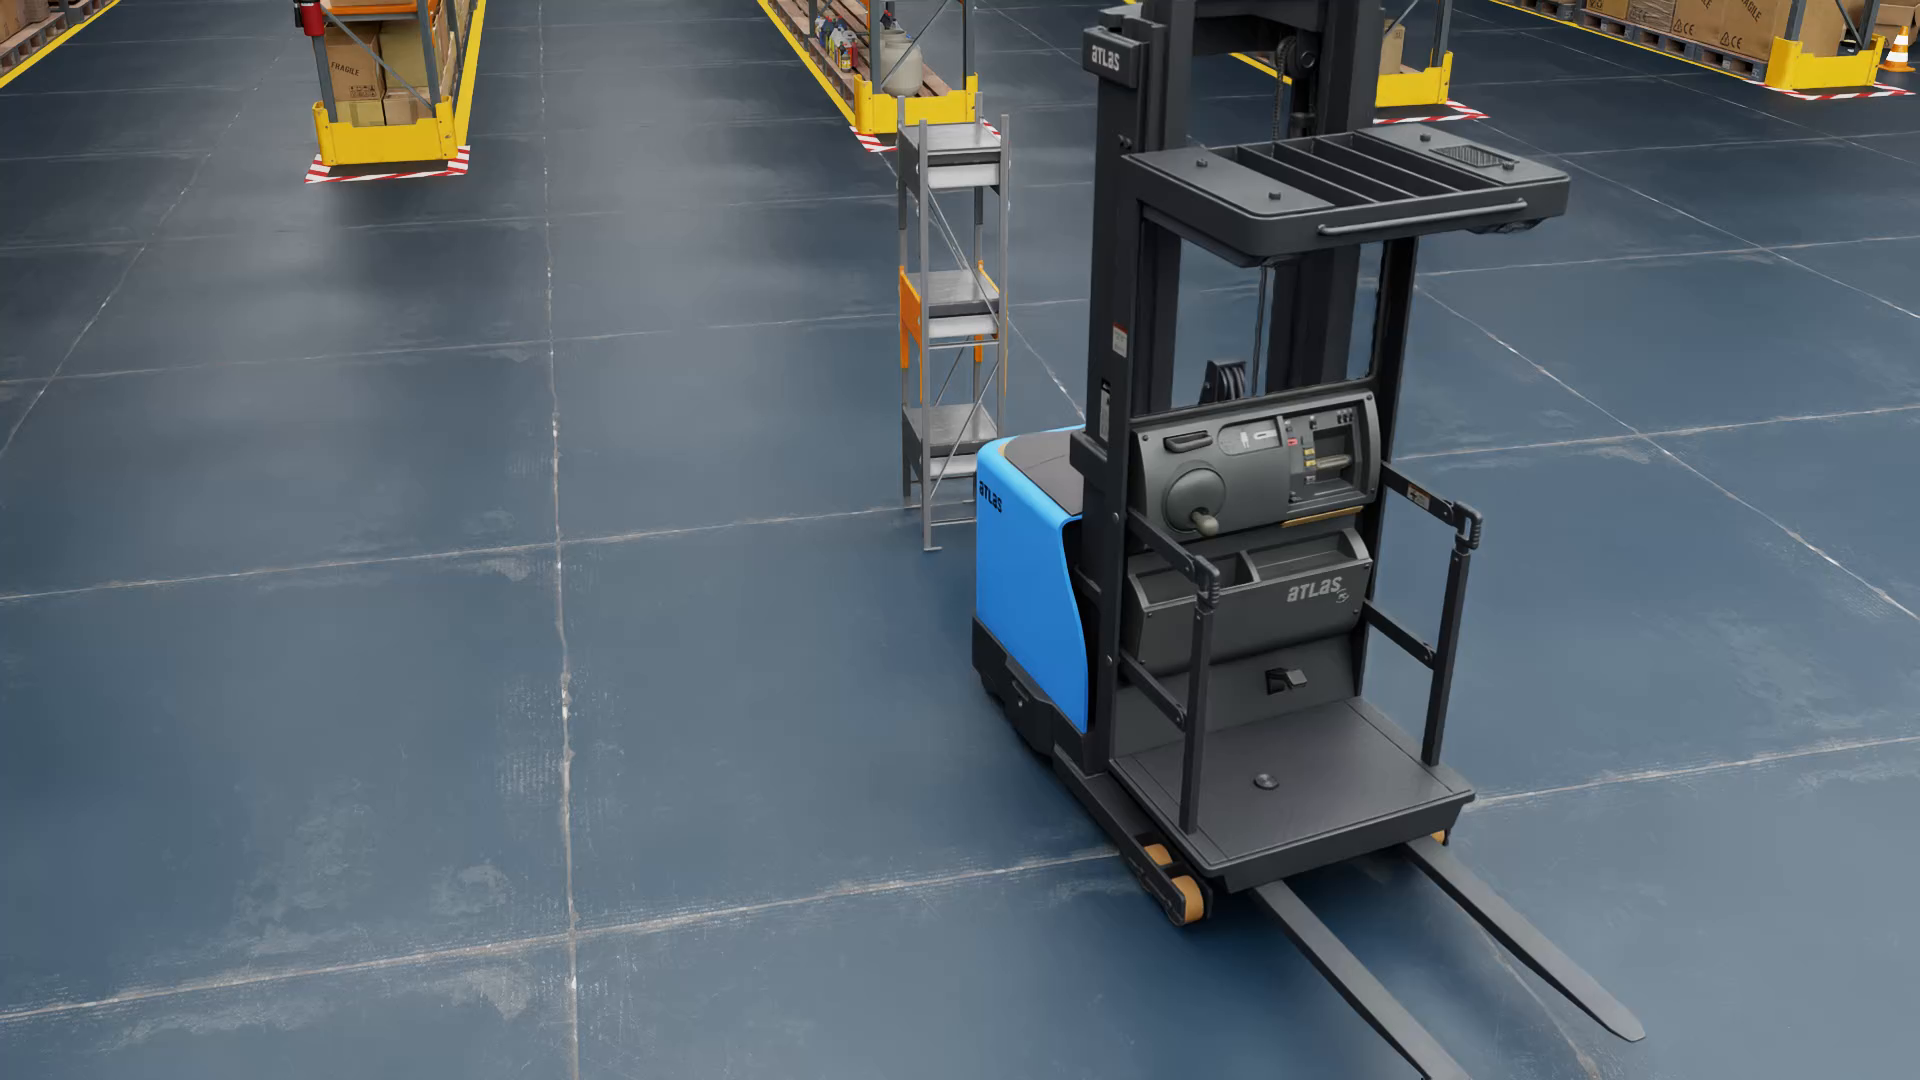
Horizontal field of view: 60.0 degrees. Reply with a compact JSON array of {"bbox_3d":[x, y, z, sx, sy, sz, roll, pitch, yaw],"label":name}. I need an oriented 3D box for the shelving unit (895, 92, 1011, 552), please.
[{"bbox_3d":[-0.037,-1.010,7.921,0.431,2.100,0.503,-6,27,-12],"label":"shelving unit"}]

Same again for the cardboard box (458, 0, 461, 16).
[{"bbox_3d":[-6.048,-6.227,19.221,0.500,0.311,0.500,-6,27,-12],"label":"cardboard box"}]

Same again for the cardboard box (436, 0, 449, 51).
[{"bbox_3d":[-5.554,-5.263,17.101,0.500,0.500,0.500,-6,27,-12],"label":"cardboard box"}]

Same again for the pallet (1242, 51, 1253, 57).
[{"bbox_3d":[3.749,-6.058,20.017,1.003,0.211,1.213,-6,27,-12],"label":"pallet"}]

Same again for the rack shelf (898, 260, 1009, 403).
[{"bbox_3d":[-0.037,-0.998,7.927,0.431,0.518,0.480,-6,27,-12],"label":"rack shelf"}]

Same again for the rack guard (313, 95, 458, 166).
[{"bbox_3d":[-5.183,-3.707,15.039,1.175,0.500,0.348,-6,27,-12],"label":"rack guard"}]

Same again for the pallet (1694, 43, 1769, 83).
[{"bbox_3d":[9.063,-5.395,18.705,1.003,0.211,1.213,-6,27,-12],"label":"pallet"}]

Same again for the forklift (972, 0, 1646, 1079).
[{"bbox_3d":[1.103,-0.220,5.433,1.130,2.935,3.031,-11,29,-21],"label":"forklift"}]

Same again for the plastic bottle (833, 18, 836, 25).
[{"bbox_3d":[-1.415,-5.762,18.863,0.061,0.283,0.133,-6,27,-12],"label":"plastic bottle"}]

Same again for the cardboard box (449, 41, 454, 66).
[{"bbox_3d":[-5.669,-5.147,17.705,0.500,0.250,0.500,-6,27,-12],"label":"cardboard box"}]

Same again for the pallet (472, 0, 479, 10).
[{"bbox_3d":[-7.122,-7.432,22.740,1.003,0.211,1.213,-6,27,-12],"label":"pallet"}]

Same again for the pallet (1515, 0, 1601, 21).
[{"bbox_3d":[8.171,-7.139,22.160,1.003,0.211,1.213,-6,27,-12],"label":"pallet"}]

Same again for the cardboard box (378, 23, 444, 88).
[{"bbox_3d":[-5.207,-4.605,15.799,0.500,0.500,0.500,-6,27,-12],"label":"cardboard box"}]

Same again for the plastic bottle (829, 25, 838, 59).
[{"bbox_3d":[-1.347,-5.439,18.148,0.144,0.351,0.185,-6,27,-12],"label":"plastic bottle"}]

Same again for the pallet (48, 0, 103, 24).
[{"bbox_3d":[-11.921,-6.950,21.784,1.003,0.211,1.213,-6,27,-12],"label":"pallet"}]

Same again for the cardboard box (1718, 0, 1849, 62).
[{"bbox_3d":[9.102,-5.827,18.357,0.875,0.875,0.875,-6,27,-11],"label":"cardboard box"}]

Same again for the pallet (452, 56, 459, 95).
[{"bbox_3d":[-5.951,-4.991,17.904,1.003,0.211,1.213,-6,27,-12],"label":"pallet"}]

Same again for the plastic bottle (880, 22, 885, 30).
[{"bbox_3d":[-0.932,-5.707,18.763,0.152,0.276,0.135,-6,27,-12],"label":"plastic bottle"}]

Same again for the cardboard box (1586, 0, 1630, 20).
[{"bbox_3d":[8.491,-7.009,20.699,0.875,0.875,0.875,-6,27,-11],"label":"cardboard box"}]

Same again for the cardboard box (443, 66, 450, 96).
[{"bbox_3d":[-5.321,-4.490,16.402,0.500,0.250,0.500,-6,27,-12],"label":"cardboard box"}]

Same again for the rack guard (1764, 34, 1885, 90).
[{"bbox_3d":[9.325,-5.170,17.939,1.175,0.500,0.348,-6,27,-12],"label":"rack guard"}]

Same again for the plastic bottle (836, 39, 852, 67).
[{"bbox_3d":[-1.232,-5.190,17.739,0.152,0.276,0.135,-6,27,-11],"label":"plastic bottle"}]

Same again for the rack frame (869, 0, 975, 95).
[{"bbox_3d":[-0.361,-5.335,15.490,1.000,3.000,0.127,-6,27,-12],"label":"rack frame"}]

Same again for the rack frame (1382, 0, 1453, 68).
[{"bbox_3d":[4.464,-5.838,16.487,1.000,3.000,0.127,-6,27,-12],"label":"rack frame"}]

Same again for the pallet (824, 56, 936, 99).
[{"bbox_3d":[-0.874,-5.010,17.942,1.003,0.211,1.213,-6,27,-12],"label":"pallet"}]

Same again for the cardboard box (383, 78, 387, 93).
[{"bbox_3d":[-5.721,-4.217,15.861,0.500,0.250,0.500,-6,27,-12],"label":"cardboard box"}]

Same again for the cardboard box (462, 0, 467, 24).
[{"bbox_3d":[-6.286,-6.427,20.239,0.500,0.250,0.500,-5,27,-11],"label":"cardboard box"}]

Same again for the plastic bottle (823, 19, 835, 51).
[{"bbox_3d":[-1.443,-5.625,18.517,0.144,0.351,0.185,-7,28,-14],"label":"plastic bottle"}]

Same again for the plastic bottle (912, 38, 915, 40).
[{"bbox_3d":[-0.500,-5.247,17.843,0.061,0.283,0.133,-5,27,-11],"label":"plastic bottle"}]

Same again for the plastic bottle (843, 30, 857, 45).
[{"bbox_3d":[-1.208,-5.431,18.216,0.152,0.276,0.135,-6,27,-12],"label":"plastic bottle"}]

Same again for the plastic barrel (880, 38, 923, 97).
[{"bbox_3d":[-0.584,-4.693,16.513,0.421,0.512,0.421,0,27,0],"label":"plastic barrel"}]

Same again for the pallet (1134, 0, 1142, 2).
[{"bbox_3d":[2.836,-7.762,23.393,1.003,0.211,1.213,-6,27,-12],"label":"pallet"}]

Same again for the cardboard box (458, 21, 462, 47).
[{"bbox_3d":[-5.939,-5.751,18.902,0.500,0.250,0.500,-7,28,-13],"label":"cardboard box"}]

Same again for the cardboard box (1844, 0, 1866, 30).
[{"bbox_3d":[11.038,-6.714,20.842,0.797,0.637,0.503,-6,27,-12],"label":"cardboard box"}]

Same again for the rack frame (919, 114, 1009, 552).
[{"bbox_3d":[0.018,-0.903,7.709,0.400,2.100,0.015,-6,27,-12],"label":"rack frame"}]

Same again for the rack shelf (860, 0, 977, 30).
[{"bbox_3d":[-0.812,-5.891,17.392,1.077,0.370,4.000,-6,27,-12],"label":"rack shelf"}]

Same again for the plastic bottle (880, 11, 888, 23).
[{"bbox_3d":[-0.837,-5.851,18.965,0.144,0.351,0.185,-7,28,-13],"label":"plastic bottle"}]

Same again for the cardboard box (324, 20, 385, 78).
[{"bbox_3d":[-5.839,-4.771,16.126,0.500,0.500,0.500,-6,27,-12],"label":"cardboard box"}]

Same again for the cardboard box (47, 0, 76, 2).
[{"bbox_3d":[-11.854,-7.405,21.511,0.750,0.750,0.750,-6,27,-12],"label":"cardboard box"}]

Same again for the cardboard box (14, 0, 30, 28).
[{"bbox_3d":[-11.601,-6.372,19.832,0.700,0.500,0.500,-6,27,-12],"label":"cardboard box"}]

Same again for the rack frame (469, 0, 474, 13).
[{"bbox_3d":[-6.991,-8.345,21.455,1.000,3.000,0.127,-6,27,-12],"label":"rack frame"}]

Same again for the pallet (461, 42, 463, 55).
[{"bbox_3d":[-6.294,-5.664,19.237,1.003,0.211,1.213,-6,27,-12],"label":"pallet"}]

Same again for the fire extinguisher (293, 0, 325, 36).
[{"bbox_3d":[-5.614,-4.700,14.318,0.296,0.674,0.183,-6,27,-12],"label":"fire extinguisher"}]
